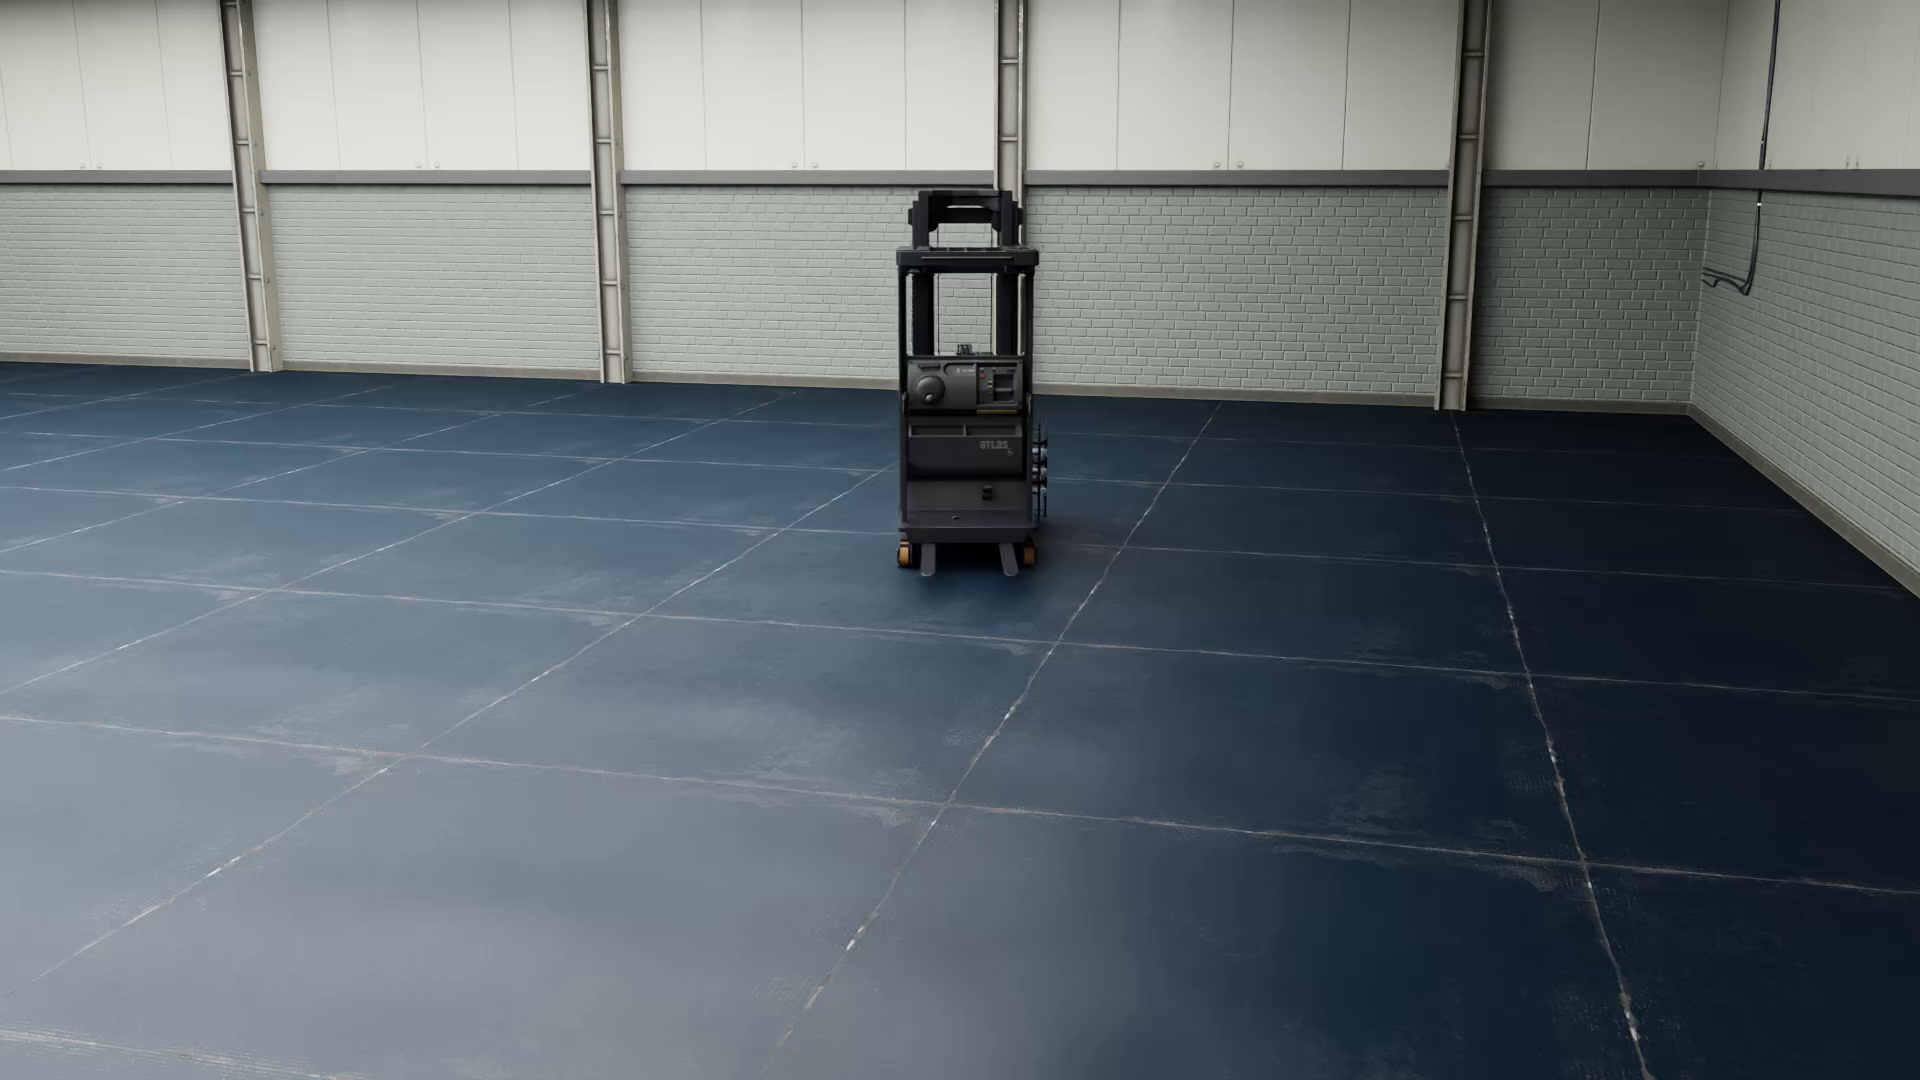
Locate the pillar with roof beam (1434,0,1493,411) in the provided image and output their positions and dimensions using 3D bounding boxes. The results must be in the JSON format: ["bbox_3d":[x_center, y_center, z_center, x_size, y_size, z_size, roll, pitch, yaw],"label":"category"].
[{"bbox_3d":[5.482,-5.235,17.055,0.400,9.000,9.100,3,13,14],"label":"pillar with roof beam"}]

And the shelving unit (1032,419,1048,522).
[{"bbox_3d":[0.640,-0.634,15.015,0.258,0.900,0.210,4,13,19],"label":"shelving unit"}]

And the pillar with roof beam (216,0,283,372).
[{"bbox_3d":[-11.994,-6.169,21.265,0.400,9.000,9.100,3,13,14],"label":"pillar with roof beam"}]

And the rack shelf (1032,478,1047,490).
[{"bbox_3d":[0.640,-0.514,15.042,0.258,0.077,0.200,4,13,19],"label":"rack shelf"}]

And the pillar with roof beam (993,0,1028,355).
[{"bbox_3d":[-0.343,-5.547,18.458,0.400,9.000,9.100,3,13,14],"label":"pillar with roof beam"}]

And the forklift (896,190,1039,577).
[{"bbox_3d":[0.050,-1.283,13.249,1.130,2.935,3.031,0,13,-1],"label":"forklift"}]

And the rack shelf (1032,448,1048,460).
[{"bbox_3d":[0.640,-0.778,14.984,0.258,0.077,0.200,4,13,19],"label":"rack shelf"}]

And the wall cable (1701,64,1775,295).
[{"bbox_3d":[9.057,-4.194,19.529,0.112,2.526,3.097,3,13,14],"label":"wall cable"}]

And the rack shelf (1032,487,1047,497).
[{"bbox_3d":[0.640,-0.426,15.062,0.258,0.077,0.200,4,13,19],"label":"rack shelf"}]

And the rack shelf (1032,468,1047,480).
[{"bbox_3d":[0.640,-0.602,15.023,0.258,0.077,0.200,4,13,19],"label":"rack shelf"}]

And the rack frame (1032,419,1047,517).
[{"bbox_3d":[0.674,-0.655,15.109,0.240,0.900,0.006,4,13,19],"label":"rack frame"}]

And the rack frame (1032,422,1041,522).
[{"bbox_3d":[0.605,-0.614,14.922,0.240,0.900,0.006,4,13,19],"label":"rack frame"}]

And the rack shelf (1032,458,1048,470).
[{"bbox_3d":[0.640,-0.690,15.003,0.258,0.077,0.200,4,13,19],"label":"rack shelf"}]

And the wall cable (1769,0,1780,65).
[{"bbox_3d":[8.409,-6.090,16.418,0.112,2.526,3.097,3,13,14],"label":"wall cable"}]

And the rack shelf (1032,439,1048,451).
[{"bbox_3d":[0.640,-0.865,14.964,0.258,0.077,0.200,4,13,19],"label":"rack shelf"}]

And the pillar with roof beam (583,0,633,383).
[{"bbox_3d":[-6.168,-5.858,19.862,0.400,9.000,9.100,3,13,14],"label":"pillar with roof beam"}]
